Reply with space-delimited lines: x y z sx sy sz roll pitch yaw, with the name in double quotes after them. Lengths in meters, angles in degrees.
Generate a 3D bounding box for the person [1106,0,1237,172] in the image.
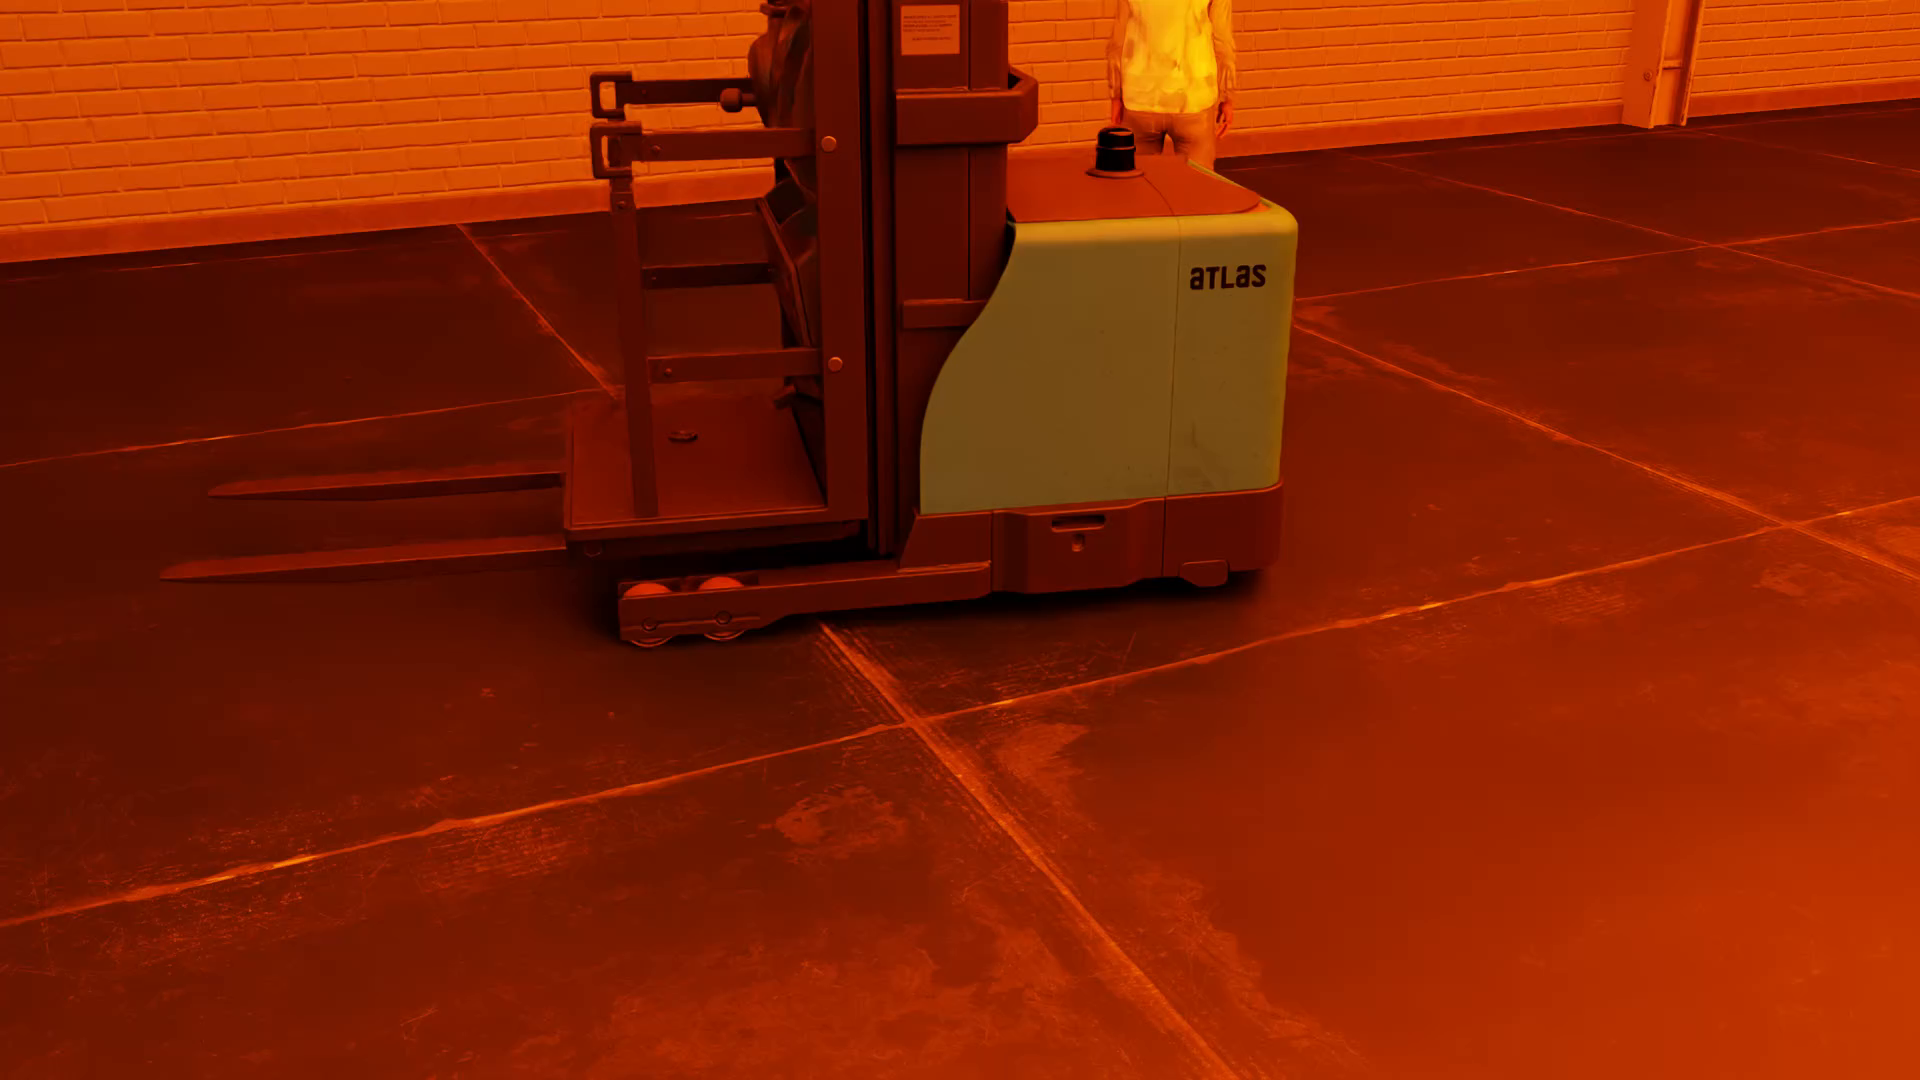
0.972 -2.012 7.660 0.592 1.780 0.457 7 24 17 "person"

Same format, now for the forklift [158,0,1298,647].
-0.654 -1.290 4.391 3.031 2.935 1.130 -5 23 -11 "forklift"
